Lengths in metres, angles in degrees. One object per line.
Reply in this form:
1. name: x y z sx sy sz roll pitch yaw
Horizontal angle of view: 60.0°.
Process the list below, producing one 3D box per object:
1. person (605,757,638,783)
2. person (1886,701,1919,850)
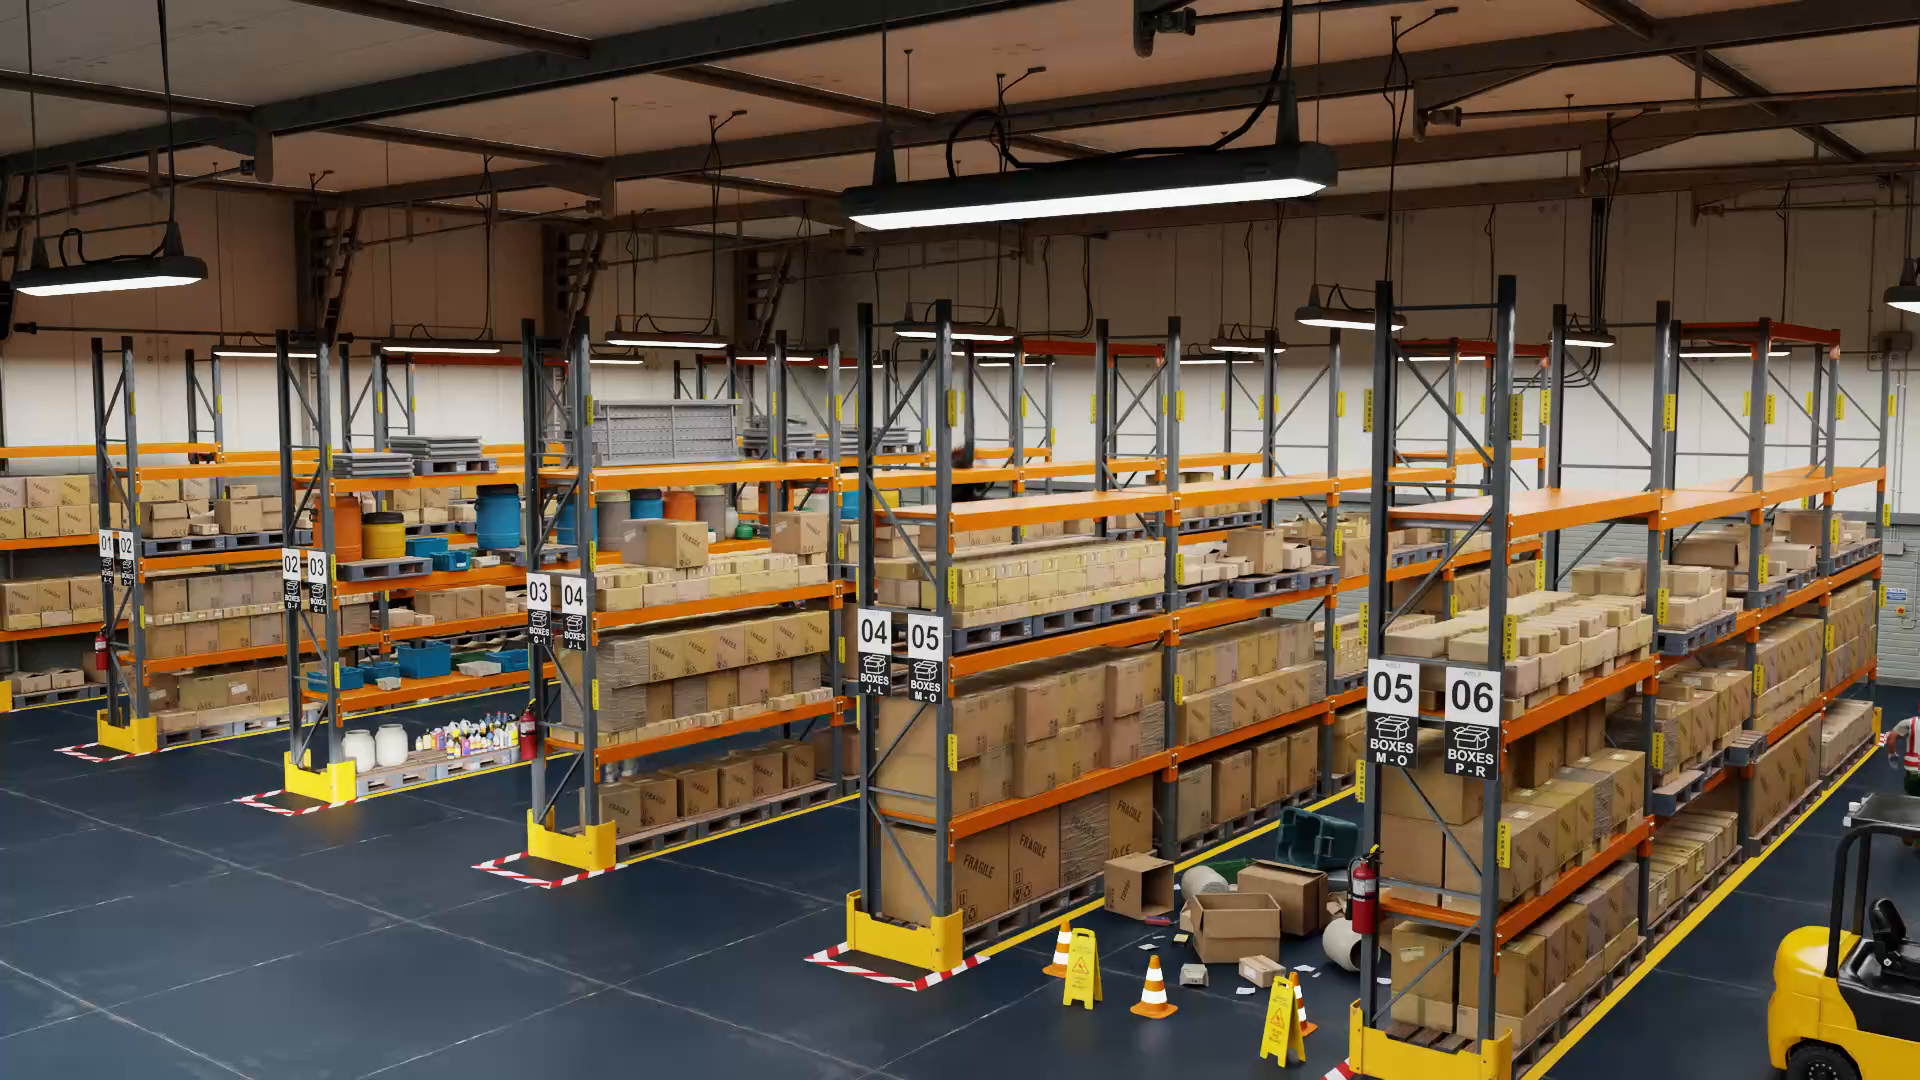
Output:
1. person: -4.520 2.369 22.110 0.681 1.837 0.829 1 5 10
2. person: 10.995 2.633 18.992 0.695 1.783 0.667 4 6 37
